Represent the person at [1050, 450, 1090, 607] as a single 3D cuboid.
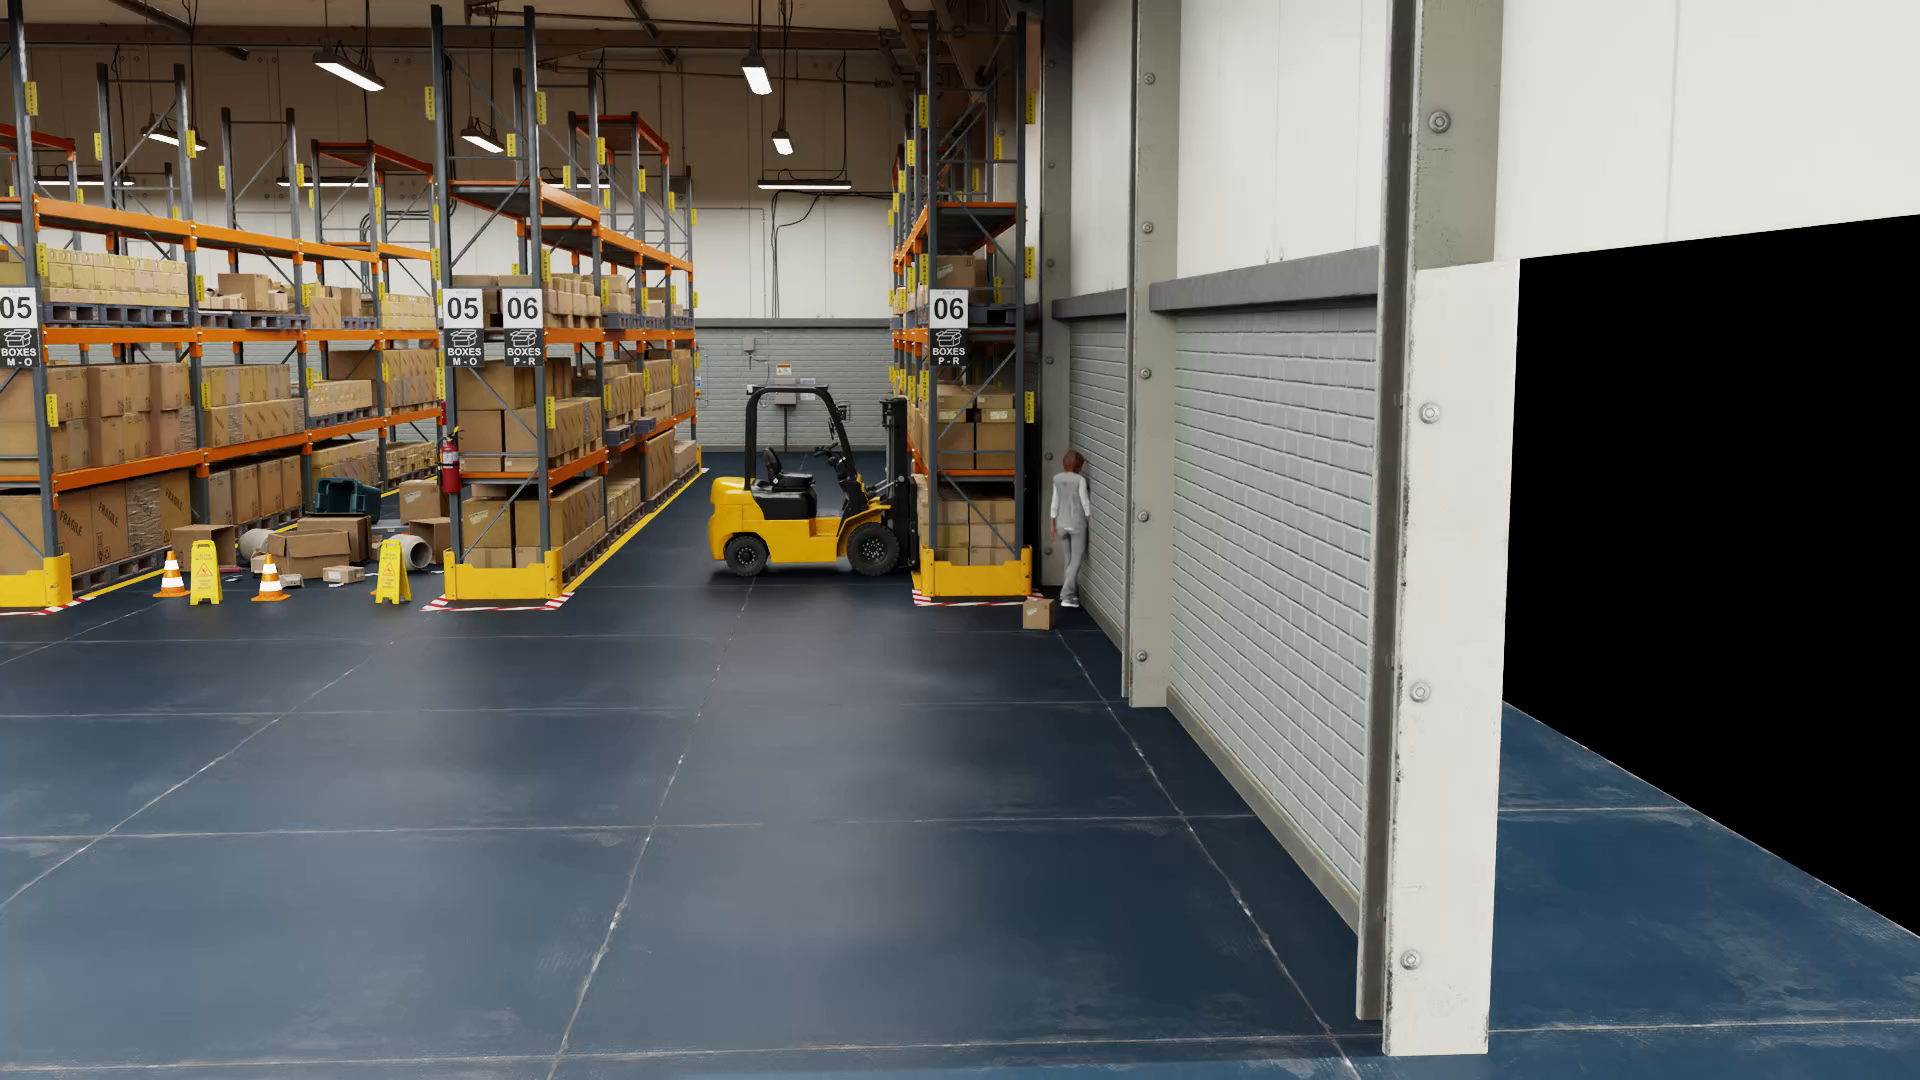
[{"bbox_3d":[1.171,-0.126,16.733,0.445,1.573,0.718,5,9,35],"label":"person"}]
